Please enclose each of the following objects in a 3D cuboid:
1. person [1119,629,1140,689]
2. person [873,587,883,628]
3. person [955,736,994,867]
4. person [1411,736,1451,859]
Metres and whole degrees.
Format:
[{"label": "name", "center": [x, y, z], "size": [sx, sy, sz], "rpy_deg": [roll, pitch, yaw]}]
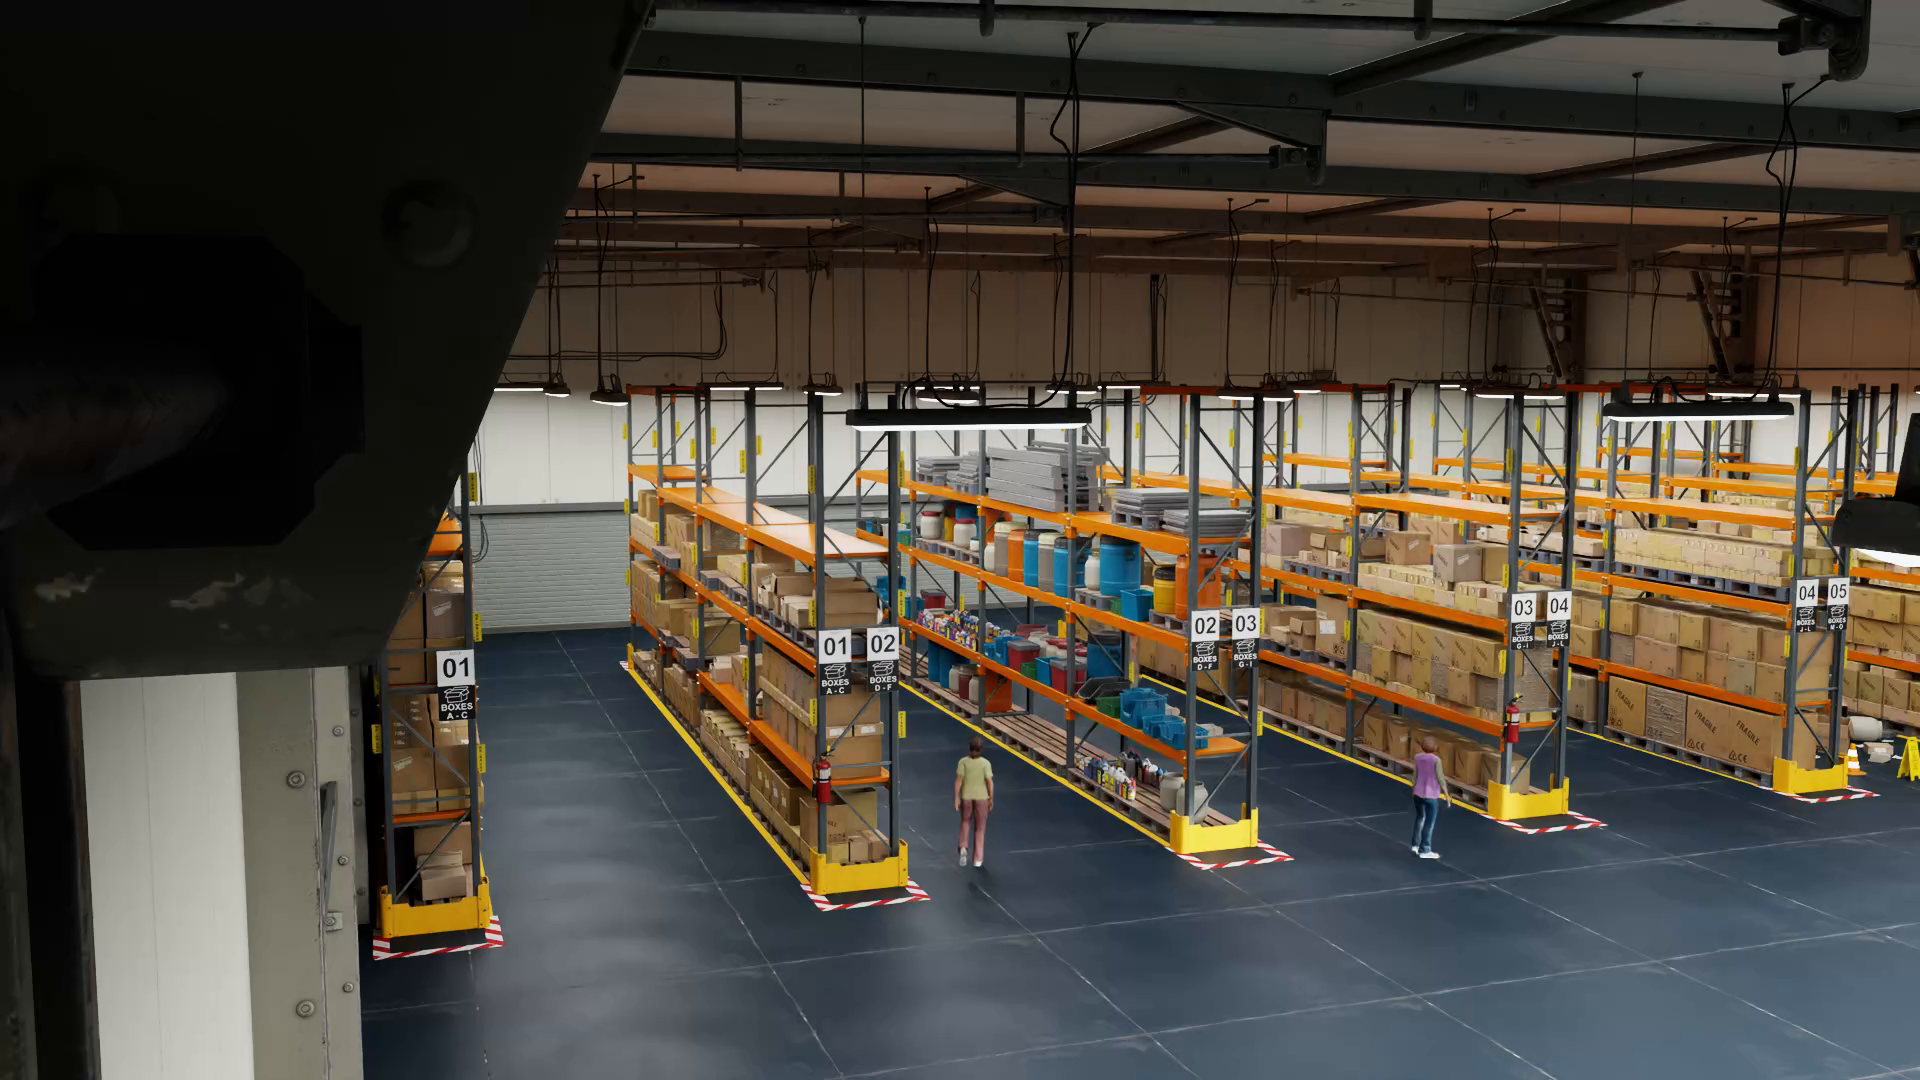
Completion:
[{"label": "person", "center": [3.244, 2.007, 31.994], "size": [0.403, 1.729, 0.583], "rpy_deg": [-5, 8, -40]}, {"label": "person", "center": [-1.821, 1.790, 34.347], "size": [0.509, 1.683, 0.380], "rpy_deg": [4, 7, 34]}, {"label": "person", "center": [0.186, 3.314, 21.098], "size": [0.481, 1.664, 0.480], "rpy_deg": [1, 6, 13]}, {"label": "person", "center": [6.070, 3.348, 21.505], "size": [0.331, 1.636, 0.501], "rpy_deg": [-5, 7, -37]}]
